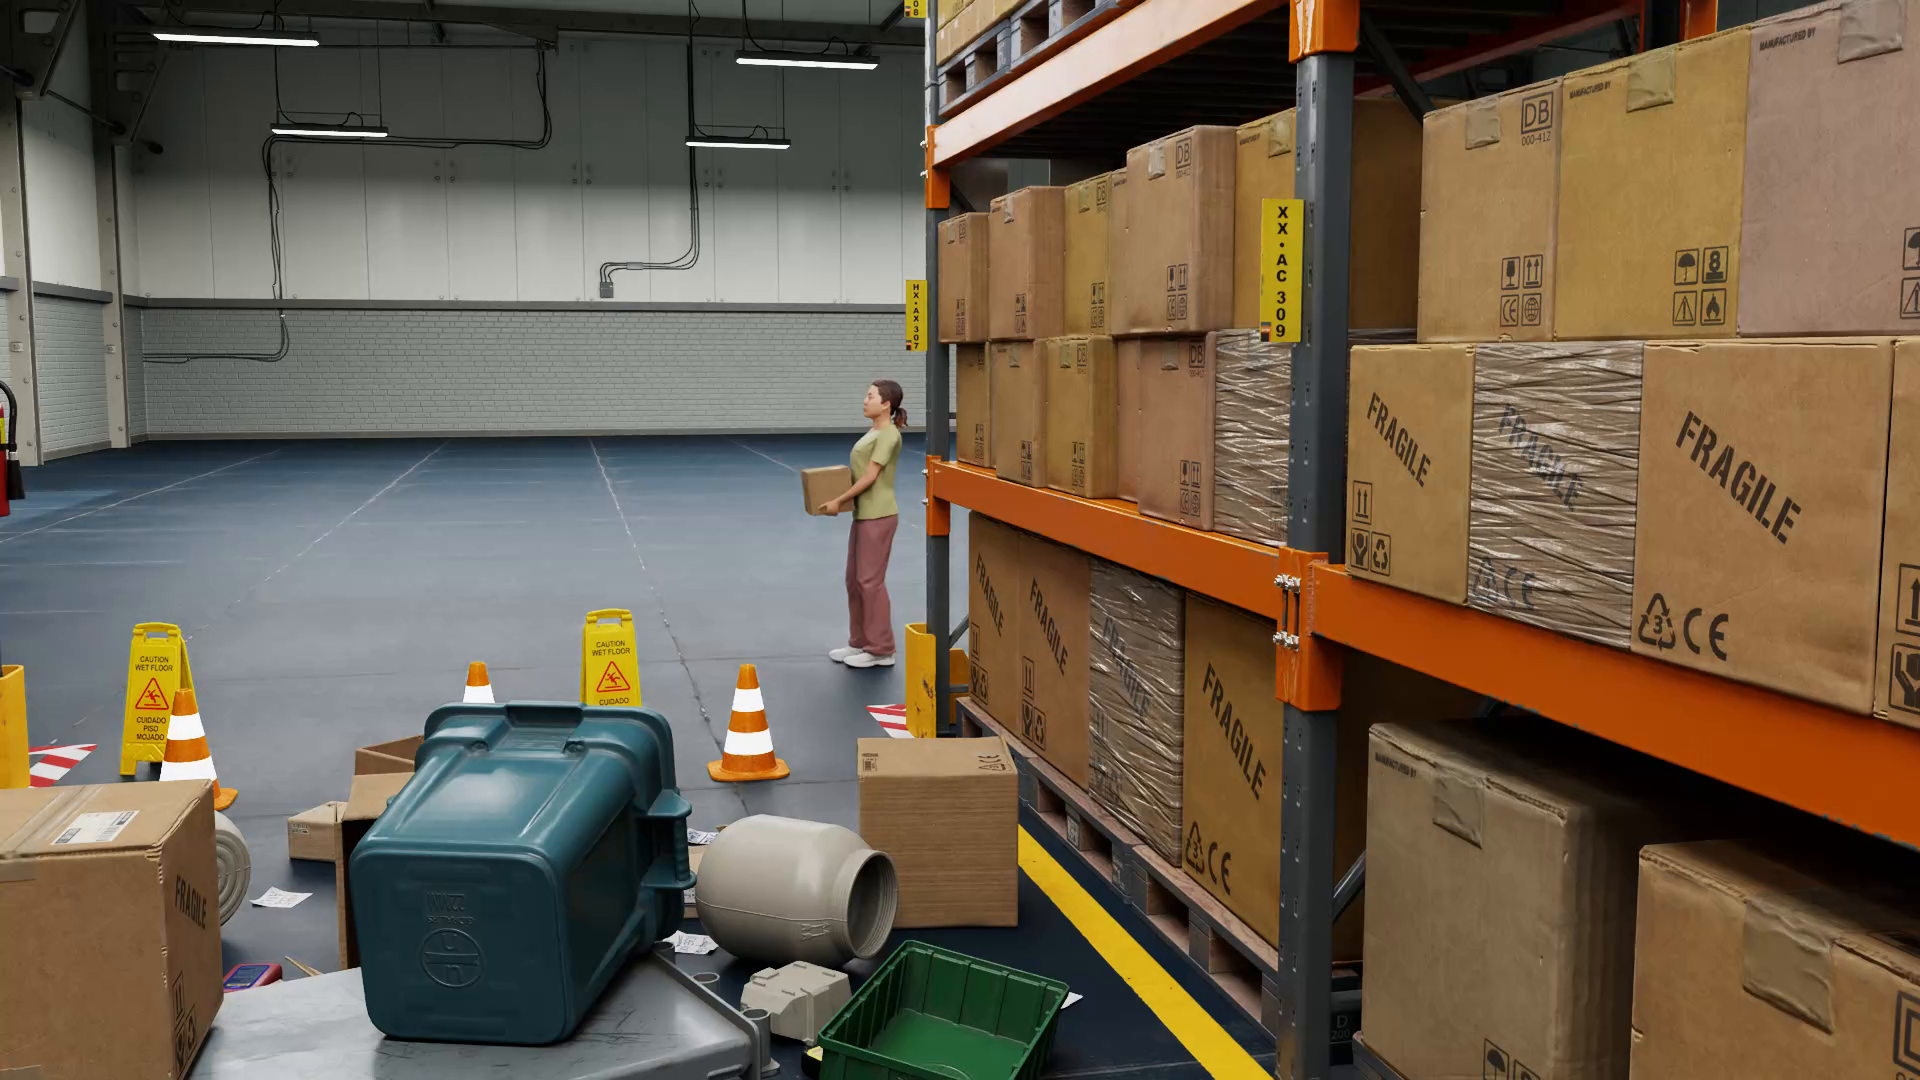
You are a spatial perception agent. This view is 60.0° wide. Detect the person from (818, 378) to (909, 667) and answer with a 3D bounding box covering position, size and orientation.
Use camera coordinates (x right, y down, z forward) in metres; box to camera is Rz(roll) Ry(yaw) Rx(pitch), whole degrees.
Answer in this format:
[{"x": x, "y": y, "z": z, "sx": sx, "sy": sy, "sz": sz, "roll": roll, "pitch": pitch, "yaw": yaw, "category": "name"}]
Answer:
[{"x": -0.568, "y": -0.105, "z": 9.655, "sx": 0.558, "sy": 1.663, "sz": 0.428, "roll": -2, "pitch": 6, "yaw": -14, "category": "person"}]
